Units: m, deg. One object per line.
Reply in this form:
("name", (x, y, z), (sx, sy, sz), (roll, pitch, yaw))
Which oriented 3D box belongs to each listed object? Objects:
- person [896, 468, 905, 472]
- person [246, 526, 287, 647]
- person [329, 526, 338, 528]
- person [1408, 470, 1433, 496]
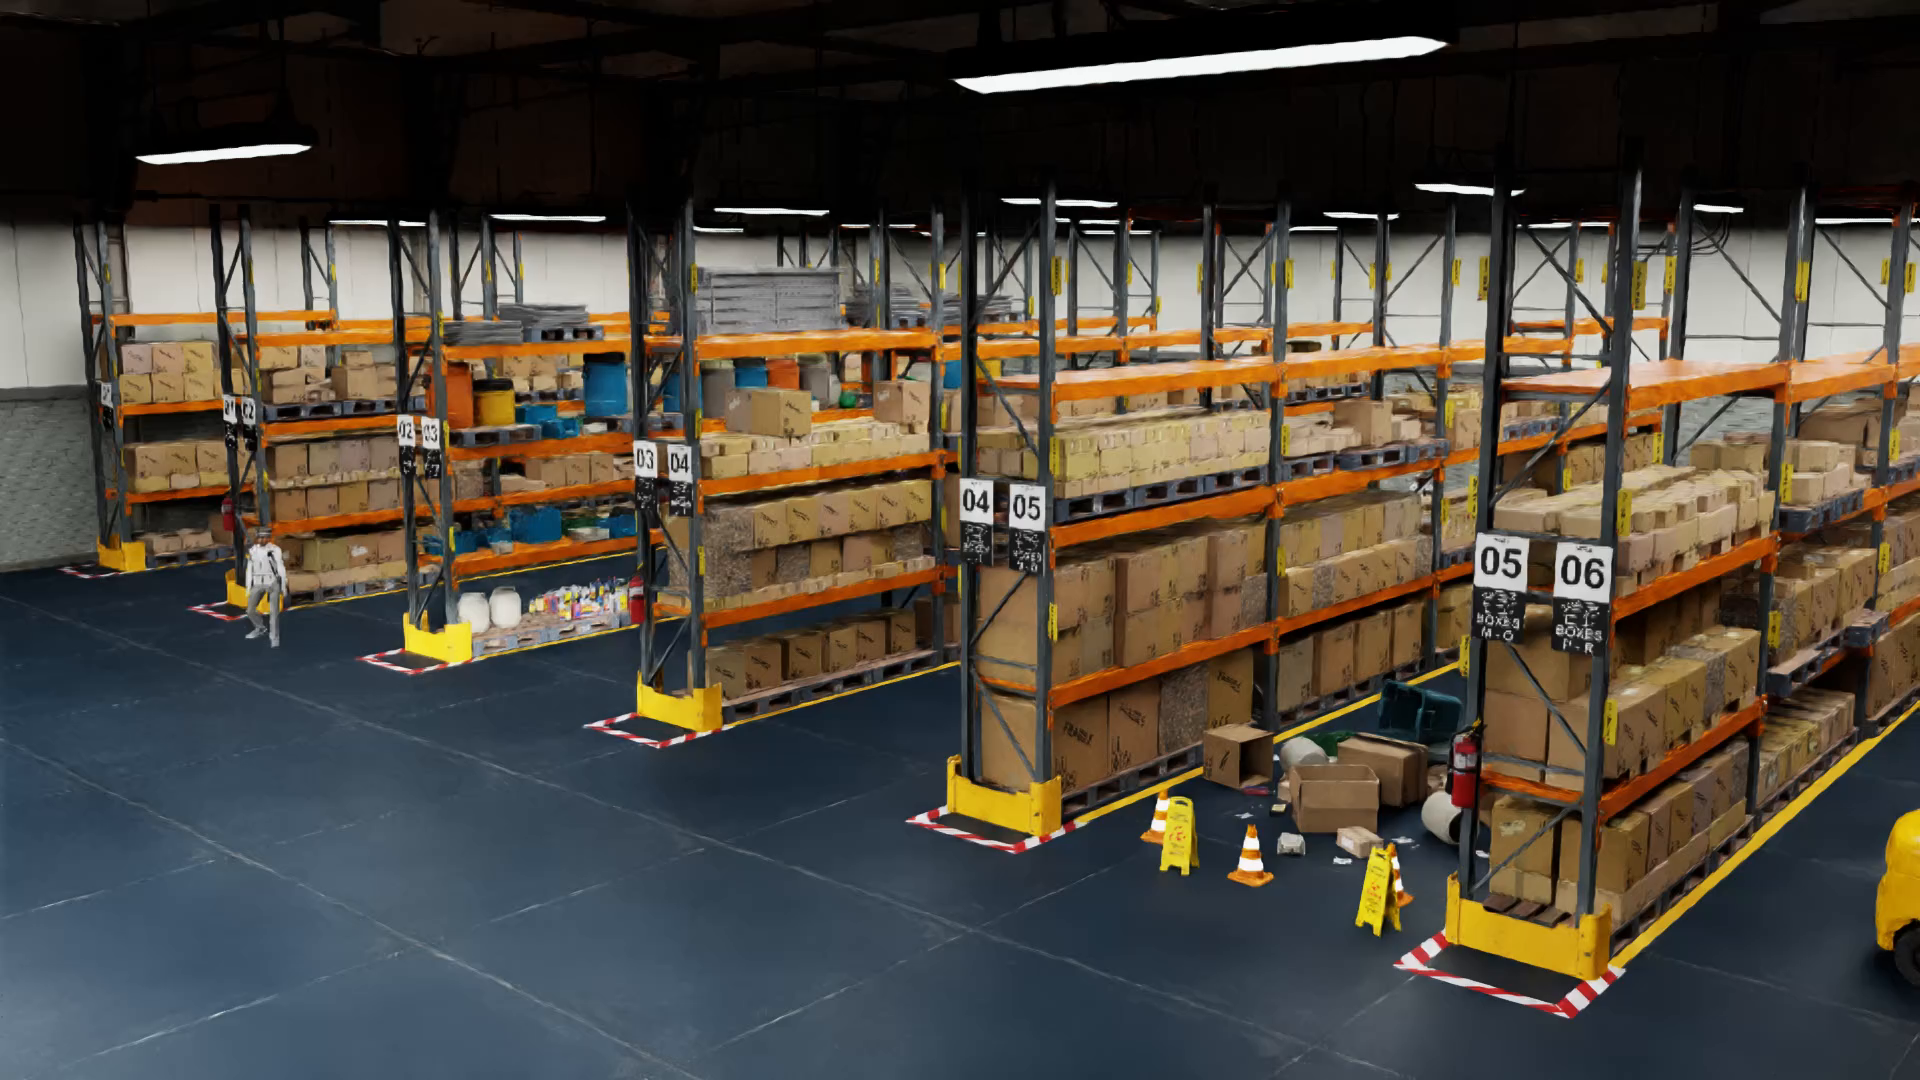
("person", (-1.068, -1.121, 32.757), (0.579, 1.732, 1.042), (8, 12, 39))
("person", (-9.481, 0.609, 22.614), (0.654, 1.661, 0.502), (0, 9, 0))
("person", (-11.077, -0.463, 29.328), (0.411, 1.534, 0.956), (6, 11, 32))
("person", (8.064, -0.442, 29.049), (0.592, 1.629, 0.526), (8, 12, 38))
